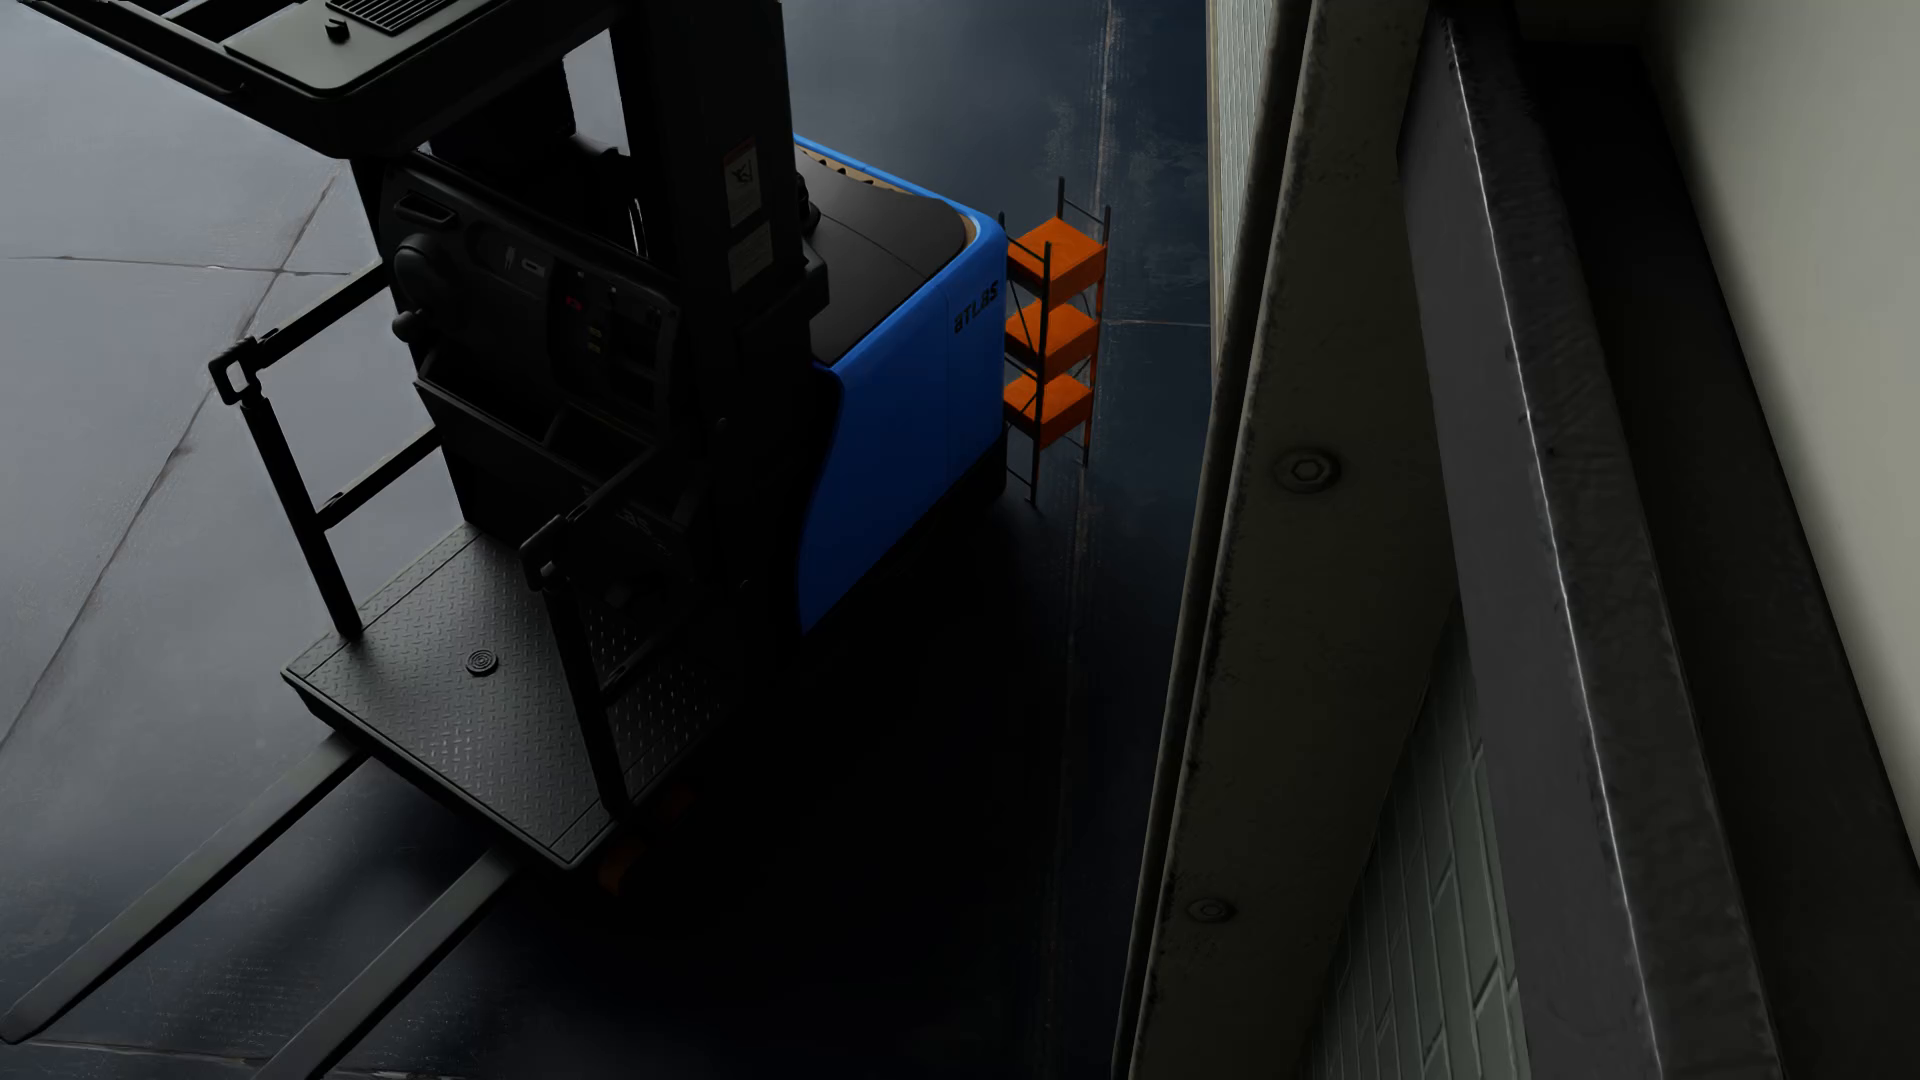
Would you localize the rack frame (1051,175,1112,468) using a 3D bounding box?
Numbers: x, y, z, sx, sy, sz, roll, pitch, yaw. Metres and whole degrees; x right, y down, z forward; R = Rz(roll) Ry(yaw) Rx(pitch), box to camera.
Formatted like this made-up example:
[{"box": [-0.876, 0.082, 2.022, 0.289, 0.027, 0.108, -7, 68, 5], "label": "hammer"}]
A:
[{"box": [0.352, -0.643, 5.124, 0.008, 1.050, 0.200, -35, 57, -28], "label": "rack frame"}]

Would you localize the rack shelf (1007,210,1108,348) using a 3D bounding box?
[{"box": [0.266, -0.763, 4.864, 0.240, 0.259, 0.215, -35, 57, -28], "label": "rack shelf"}]

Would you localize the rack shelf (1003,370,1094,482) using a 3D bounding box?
[{"box": [0.262, -0.387, 5.282, 0.240, 0.259, 0.215, -35, 57, -28], "label": "rack shelf"}]

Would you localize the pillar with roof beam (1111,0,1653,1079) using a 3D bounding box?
[{"box": [-3.779, -1.896, 0.885, 9.100, 9.000, 0.400, 4, 48, 4], "label": "pillar with roof beam"}]

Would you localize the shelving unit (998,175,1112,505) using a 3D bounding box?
[{"box": [0.264, -0.580, 5.067, 0.252, 1.050, 0.215, -35, 57, -28], "label": "shelving unit"}]

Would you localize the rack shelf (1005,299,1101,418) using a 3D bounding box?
[{"box": [0.264, -0.573, 5.075, 0.240, 0.259, 0.215, -35, 57, -28], "label": "rack shelf"}]

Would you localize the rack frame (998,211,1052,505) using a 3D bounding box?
[{"box": [0.176, -0.518, 5.010, 0.008, 1.050, 0.200, -35, 57, -28], "label": "rack frame"}]

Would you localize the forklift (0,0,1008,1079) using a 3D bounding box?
[{"box": [-1.112, -0.457, 3.682, 1.130, 2.935, 3.031, 27, 53, 23], "label": "forklift"}]
